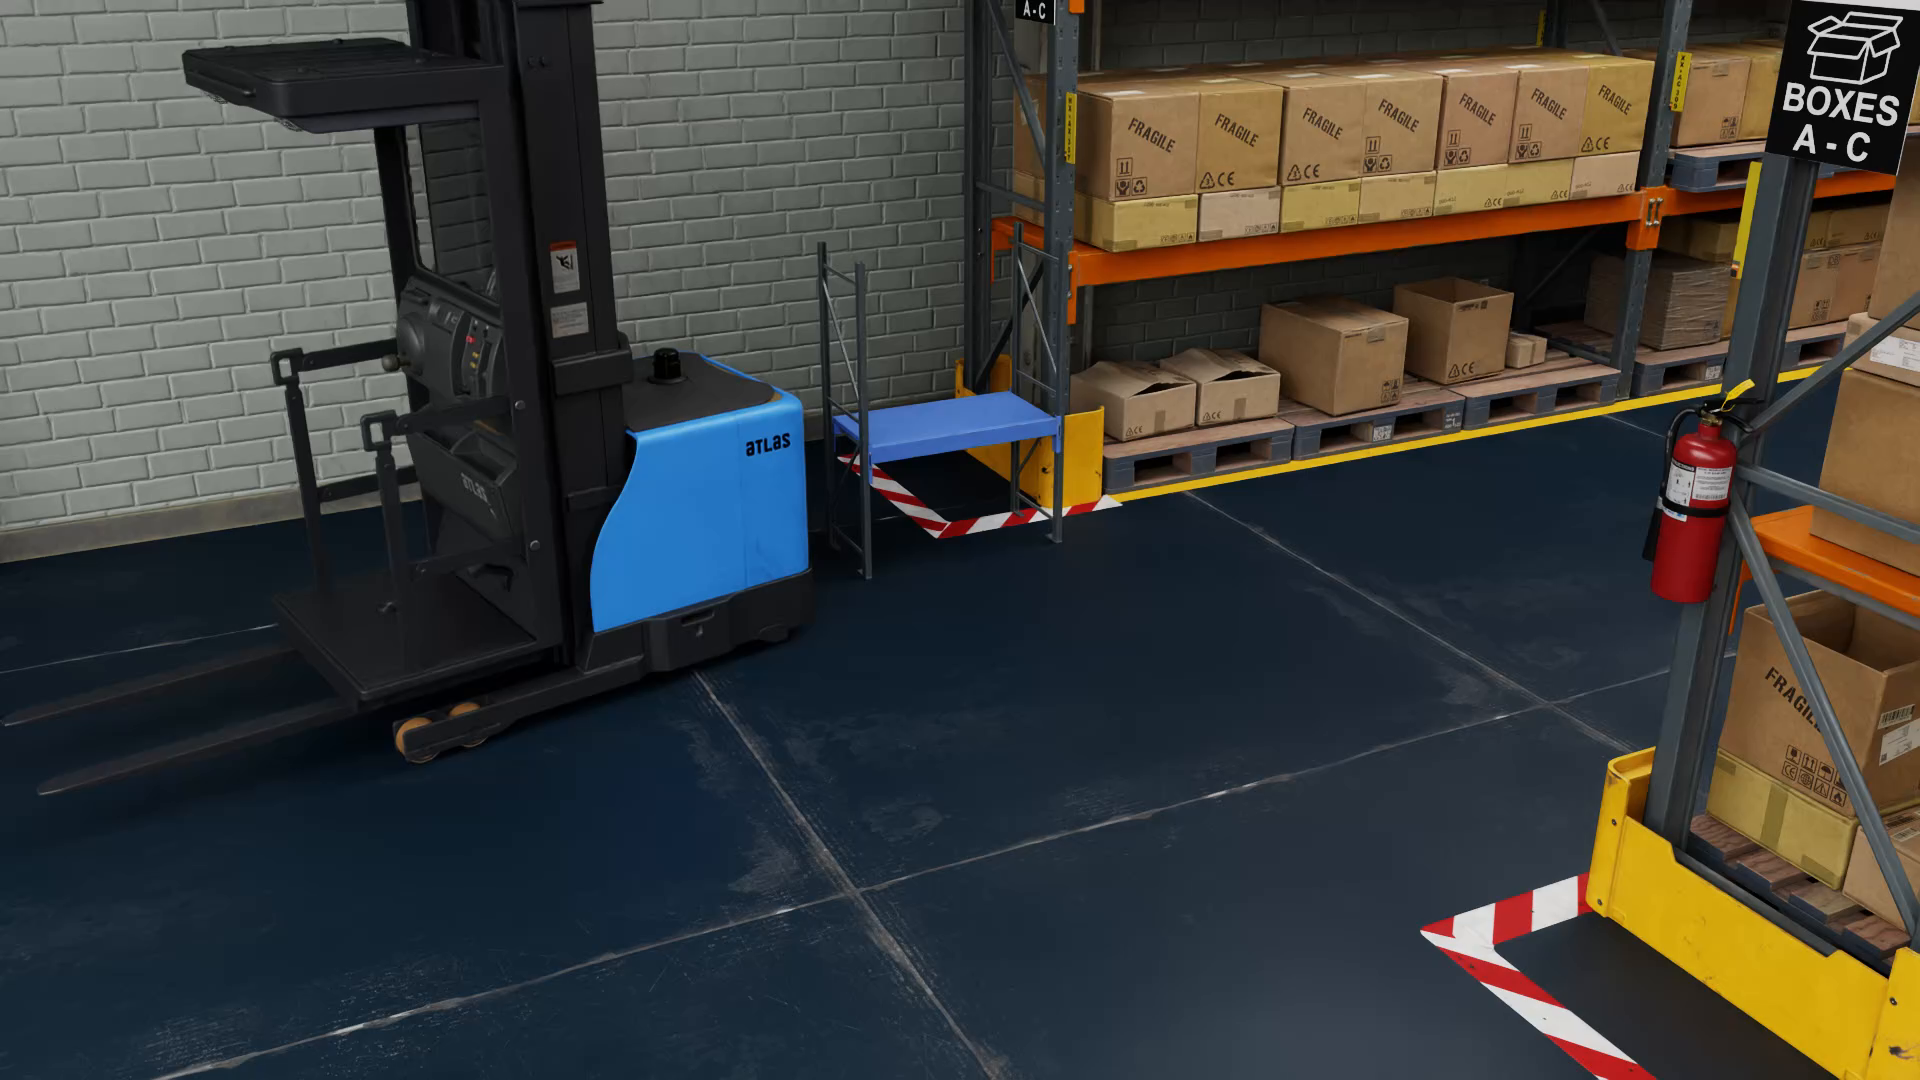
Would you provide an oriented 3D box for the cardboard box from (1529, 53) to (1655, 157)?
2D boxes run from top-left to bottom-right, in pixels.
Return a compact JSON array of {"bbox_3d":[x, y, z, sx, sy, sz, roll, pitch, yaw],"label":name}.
[{"bbox_3d":[3.604,-2.522,9.610,0.500,0.500,0.500,-10,25,-24],"label":"cardboard box"}]

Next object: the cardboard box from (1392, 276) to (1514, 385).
[{"bbox_3d":[2.978,-1.283,10.121,0.500,0.500,0.500,-12,26,-28],"label":"cardboard box"}]

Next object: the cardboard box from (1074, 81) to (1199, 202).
[{"bbox_3d":[0.852,-2.019,8.395,0.500,0.500,0.500,-10,25,-24],"label":"cardboard box"}]

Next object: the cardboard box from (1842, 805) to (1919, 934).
[{"bbox_3d":[3.023,1.014,4.926,0.500,0.250,0.500,-10,25,-24],"label":"cardboard box"}]

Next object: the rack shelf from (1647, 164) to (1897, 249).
[{"bbox_3d":[5.698,-2.420,11.115,4.000,0.370,1.077,-10,25,-24],"label":"rack shelf"}]

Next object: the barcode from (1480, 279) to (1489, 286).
[{"bbox_3d":[3.305,-1.610,10.492,0.075,0.075,0.001,-10,25,-24],"label":"barcode"}]

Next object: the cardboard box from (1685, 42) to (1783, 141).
[{"bbox_3d":[4.876,-2.833,10.466,0.500,0.500,0.700,-8,24,-18],"label":"cardboard box"}]

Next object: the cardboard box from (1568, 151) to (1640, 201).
[{"bbox_3d":[3.600,-2.178,9.759,0.500,0.250,0.500,-10,25,-23],"label":"cardboard box"}]

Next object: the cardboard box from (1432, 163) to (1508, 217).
[{"bbox_3d":[2.701,-2.009,9.351,0.500,0.250,0.500,-11,25,-24],"label":"cardboard box"}]

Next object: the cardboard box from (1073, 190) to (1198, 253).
[{"bbox_3d":[0.869,-1.669,8.529,0.500,0.250,0.500,-11,25,-25],"label":"cardboard box"}]

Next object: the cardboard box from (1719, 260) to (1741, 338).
[{"bbox_3d":[4.996,-1.700,11.127,0.500,0.500,0.700,-11,25,-25],"label":"cardboard box"}]

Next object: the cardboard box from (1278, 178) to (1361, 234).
[{"bbox_3d":[1.792,-1.842,8.948,0.500,0.250,0.500,-11,25,-24],"label":"cardboard box"}]

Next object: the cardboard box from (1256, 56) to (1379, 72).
[{"bbox_3d":[2.000,-2.446,9.426,0.500,0.500,0.500,-10,25,-23],"label":"cardboard box"}]

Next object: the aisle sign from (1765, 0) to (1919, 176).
[{"bbox_3d":[2.257,-1.342,4.171,0.004,0.787,0.394,-10,25,-24],"label":"aisle sign"}]

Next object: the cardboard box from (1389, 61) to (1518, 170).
[{"bbox_3d":[2.698,-2.357,9.213,0.500,0.500,0.500,-11,25,-25],"label":"cardboard box"}]

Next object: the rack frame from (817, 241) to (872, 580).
[{"bbox_3d":[-0.535,-0.595,7.725,0.032,1.500,0.500,-10,25,-24],"label":"rack frame"}]

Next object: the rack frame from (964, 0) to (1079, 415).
[{"bbox_3d":[0.292,-1.757,8.573,0.127,3.000,1.000,-10,25,-24],"label":"rack frame"}]

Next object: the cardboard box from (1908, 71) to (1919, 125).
[{"bbox_3d":[5.968,-3.038,10.961,0.500,0.500,0.700,-10,25,-24],"label":"cardboard box"}]

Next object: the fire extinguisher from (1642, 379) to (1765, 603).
[{"bbox_3d":[2.135,-0.155,4.804,0.183,0.674,0.296,-10,25,-24],"label":"fire extinguisher"}]

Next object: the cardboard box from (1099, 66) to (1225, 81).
[{"bbox_3d":[1.082,-2.275,9.014,0.500,0.500,0.500,-10,25,-23],"label":"cardboard box"}]

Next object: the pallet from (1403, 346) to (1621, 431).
[{"bbox_3d":[3.306,-1.009,10.411,1.213,0.211,1.003,-10,25,-24],"label":"pallet"}]

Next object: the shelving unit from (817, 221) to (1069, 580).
[{"bbox_3d":[-0.077,-0.679,7.929,1.048,1.500,0.538,-10,25,-24],"label":"shelving unit"}]

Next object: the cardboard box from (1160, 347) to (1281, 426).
[{"bbox_3d":[1.468,-0.896,9.434,0.500,0.311,0.500,-8,24,-19],"label":"cardboard box"}]

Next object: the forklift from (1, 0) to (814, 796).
[{"bbox_3d":[-2.109,-0.747,6.223,3.031,2.935,1.130,-17,28,-35],"label":"forklift"}]

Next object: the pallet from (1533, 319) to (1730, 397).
[{"bbox_3d":[4.597,-1.262,11.022,1.213,0.211,1.003,-10,25,-24],"label":"pallet"}]

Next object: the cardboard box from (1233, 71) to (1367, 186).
[{"bbox_3d":[1.770,-2.181,8.787,0.500,0.500,0.500,-11,25,-25],"label":"cardboard box"}]

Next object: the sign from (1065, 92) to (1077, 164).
[{"bbox_3d":[0.527,-1.970,7.956,0.005,0.325,0.100,-10,25,-24],"label":"sign"}]

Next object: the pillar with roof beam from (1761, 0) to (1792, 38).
[{"bbox_3d":[7.821,-4.455,7.246,0.400,9.000,9.100,-10,25,-24],"label":"pillar with roof beam"}]

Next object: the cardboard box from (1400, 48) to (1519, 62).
[{"bbox_3d":[2.914,-2.617,9.839,0.500,0.500,0.500,-11,25,-24],"label":"cardboard box"}]

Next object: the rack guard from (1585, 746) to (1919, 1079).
[{"bbox_3d":[2.422,1.108,4.919,0.348,0.500,1.175,-10,25,-24],"label":"rack guard"}]

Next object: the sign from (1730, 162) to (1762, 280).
[{"bbox_3d":[2.220,-0.884,4.641,0.005,0.325,0.100,-10,25,-24],"label":"sign"}]

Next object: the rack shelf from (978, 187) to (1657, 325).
[{"bbox_3d":[2.094,-1.756,9.512,4.000,0.370,1.077,-10,25,-24],"label":"rack shelf"}]

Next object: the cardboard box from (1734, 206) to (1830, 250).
[{"bbox_3d":[5.414,-2.105,11.126,0.500,0.250,0.500,-11,25,-25],"label":"cardboard box"}]

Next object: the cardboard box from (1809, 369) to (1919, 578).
[{"bbox_3d":[2.869,-0.170,4.608,0.500,0.500,0.700,-10,25,-24],"label":"cardboard box"}]

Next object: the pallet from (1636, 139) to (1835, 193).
[{"bbox_3d":[4.648,-2.409,10.398,1.213,0.211,1.003,-10,25,-24],"label":"pallet"}]

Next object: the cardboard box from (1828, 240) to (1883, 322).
[{"bbox_3d":[5.924,-1.857,11.508,0.500,0.500,0.700,-11,25,-24],"label":"cardboard box"}]

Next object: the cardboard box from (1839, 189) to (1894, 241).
[{"bbox_3d":[6.333,-2.269,11.521,0.500,0.250,0.500,-10,24,-23],"label":"cardboard box"}]

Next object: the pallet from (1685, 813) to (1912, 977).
[{"bbox_3d":[3.114,1.096,5.325,1.213,0.211,1.003,-10,25,-24],"label":"pallet"}]

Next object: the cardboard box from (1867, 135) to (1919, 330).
[{"bbox_3d":[2.917,-0.778,4.381,0.500,0.500,0.700,-10,25,-23],"label":"cardboard box"}]
